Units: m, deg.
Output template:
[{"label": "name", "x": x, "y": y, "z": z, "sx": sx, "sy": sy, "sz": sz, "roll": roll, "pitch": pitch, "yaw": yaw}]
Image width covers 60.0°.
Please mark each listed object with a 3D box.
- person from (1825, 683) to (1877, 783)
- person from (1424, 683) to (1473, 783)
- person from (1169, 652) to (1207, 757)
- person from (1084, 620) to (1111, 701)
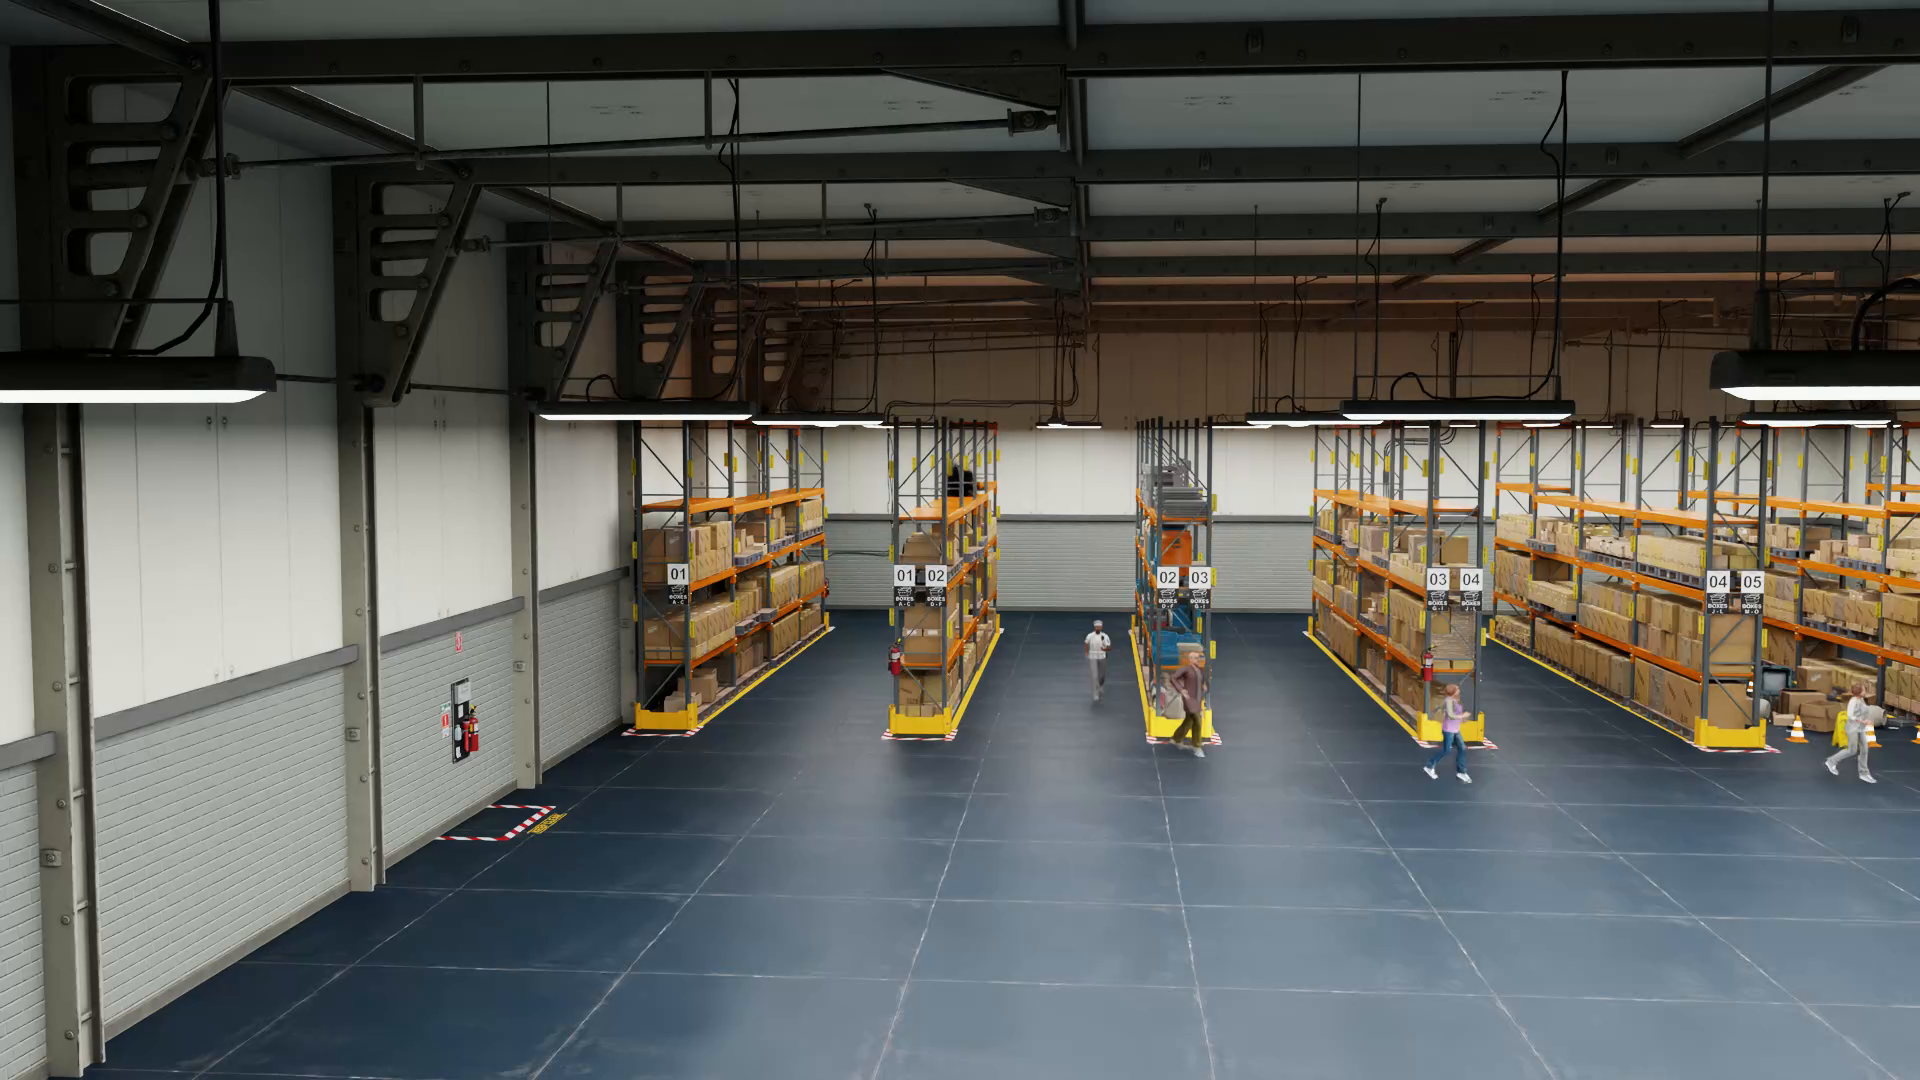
[{"label": "person", "x": 14.655, "y": 3.143, "z": 27.281, "sx": 0.563, "sy": 1.610, "sz": 0.776, "roll": -3, "pitch": 5, "yaw": -40}, {"label": "person", "x": 7.978, "y": 3.136, "z": 27.123, "sx": 0.772, "sy": 1.630, "sz": 0.576, "roll": 2, "pitch": 4, "yaw": 27}, {"label": "person", "x": 4.117, "y": 2.915, "z": 29.615, "sx": 0.792, "sy": 1.864, "sz": 0.733, "roll": 3, "pitch": 5, "yaw": 43}, {"label": "person", "x": 2.944, "y": 2.543, "z": 35.573, "sx": 0.583, "sy": 1.675, "sz": 0.904, "roll": 0, "pitch": 4, "yaw": 1}]
